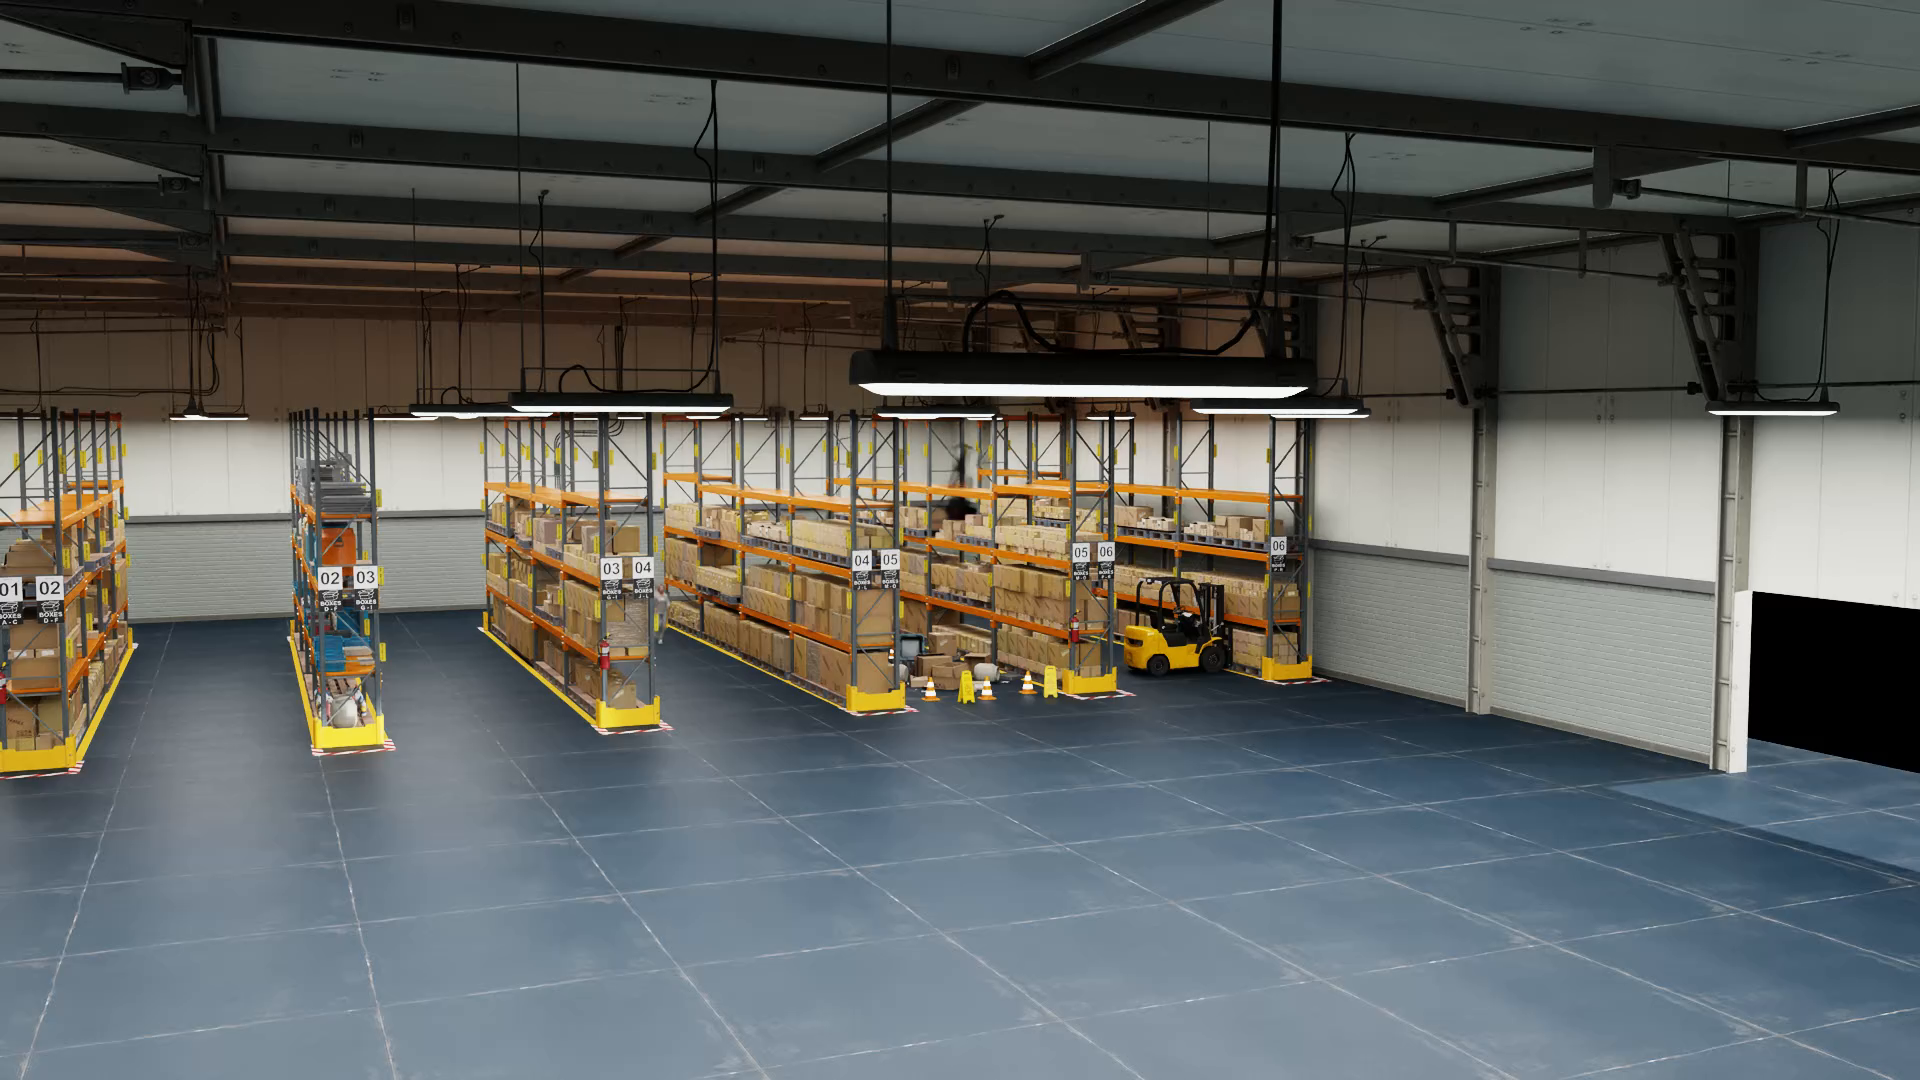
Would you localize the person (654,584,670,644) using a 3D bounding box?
[{"bbox_3d":[-7.763,1.922,43.164,0.517,1.554,0.528,-2,4,-26],"label":"person"}]

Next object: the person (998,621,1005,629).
[{"bbox_3d":[1.224,1.712,43.523,0.671,1.651,0.871,-2,4,-22],"label":"person"}]
